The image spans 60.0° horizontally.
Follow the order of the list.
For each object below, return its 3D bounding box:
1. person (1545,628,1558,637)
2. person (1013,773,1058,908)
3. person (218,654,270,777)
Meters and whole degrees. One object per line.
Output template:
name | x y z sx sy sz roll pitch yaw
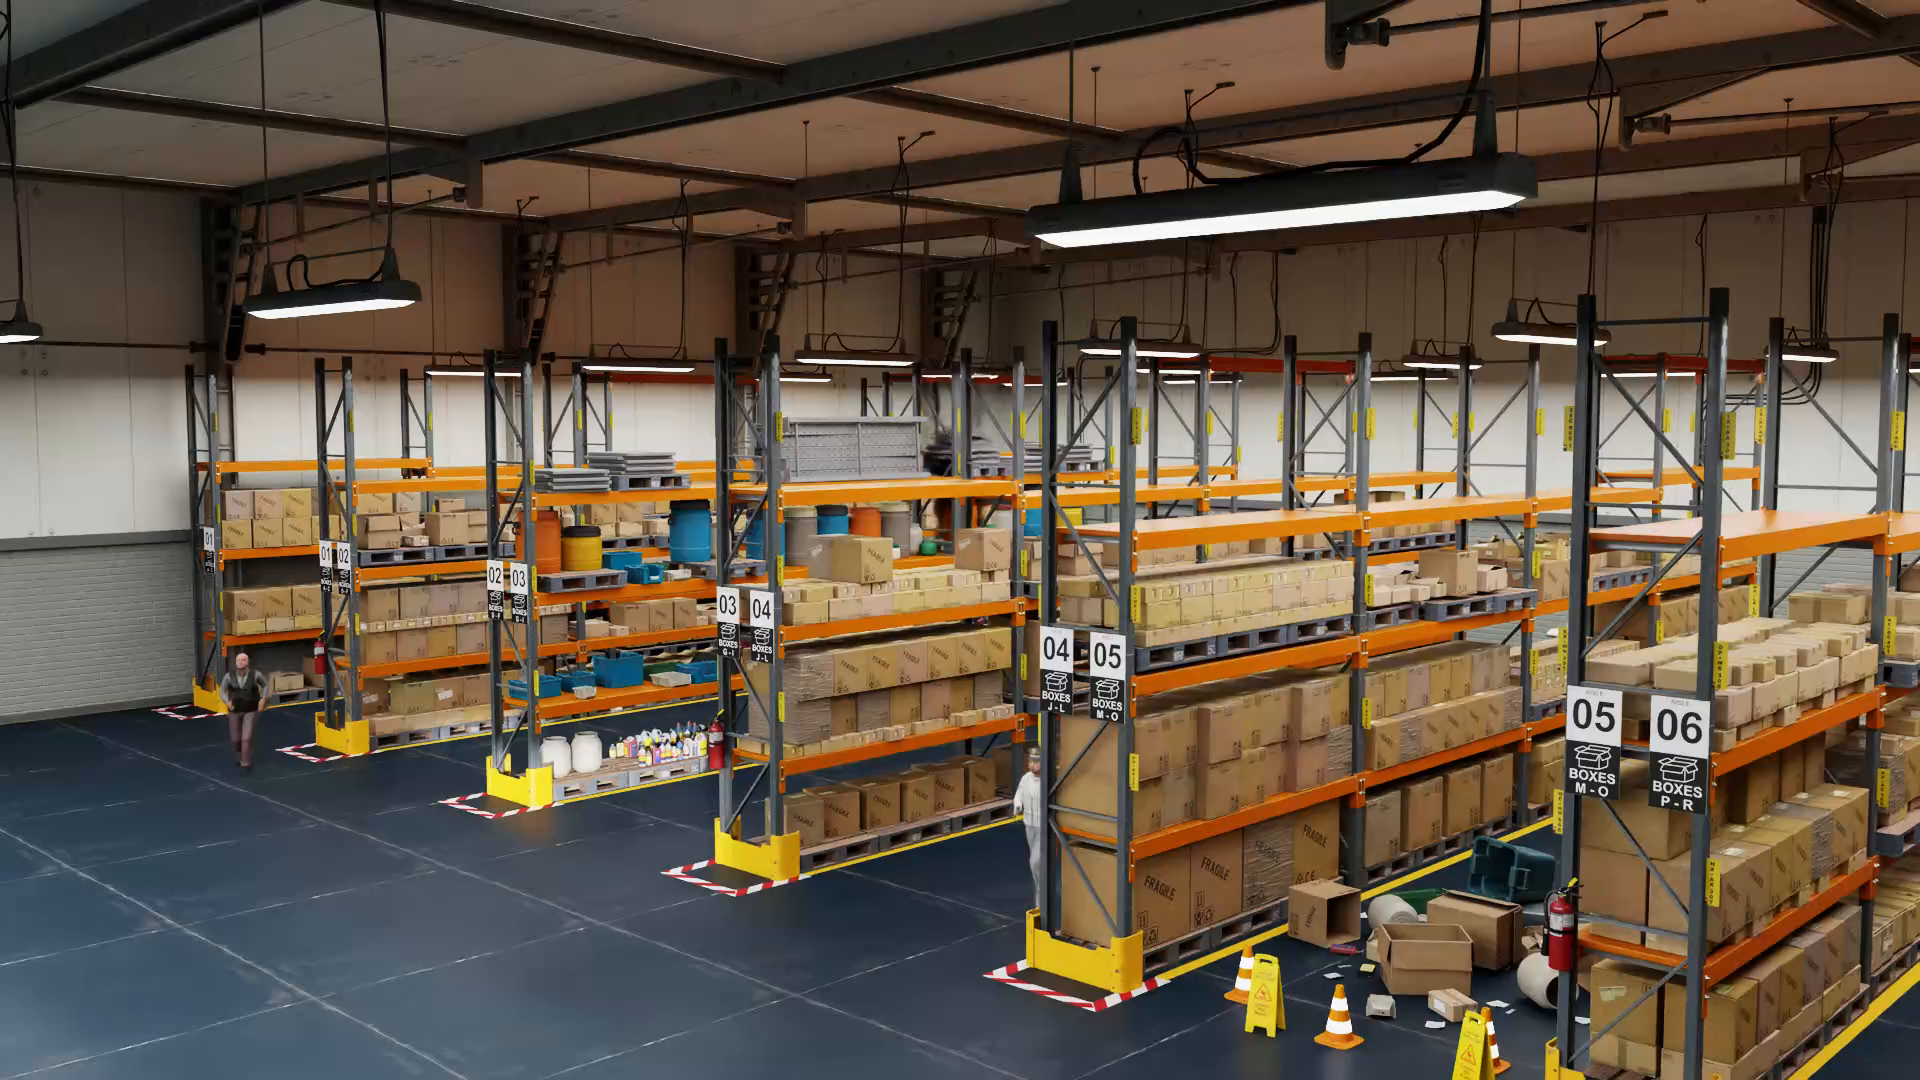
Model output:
person | 9.424 2.268 26.398 0.447 1.744 0.422 4 6 44
person | 0.837 3.139 17.278 0.632 1.521 0.722 4 6 41
person | -10.299 2.487 23.947 0.684 1.724 0.772 -1 5 -16
